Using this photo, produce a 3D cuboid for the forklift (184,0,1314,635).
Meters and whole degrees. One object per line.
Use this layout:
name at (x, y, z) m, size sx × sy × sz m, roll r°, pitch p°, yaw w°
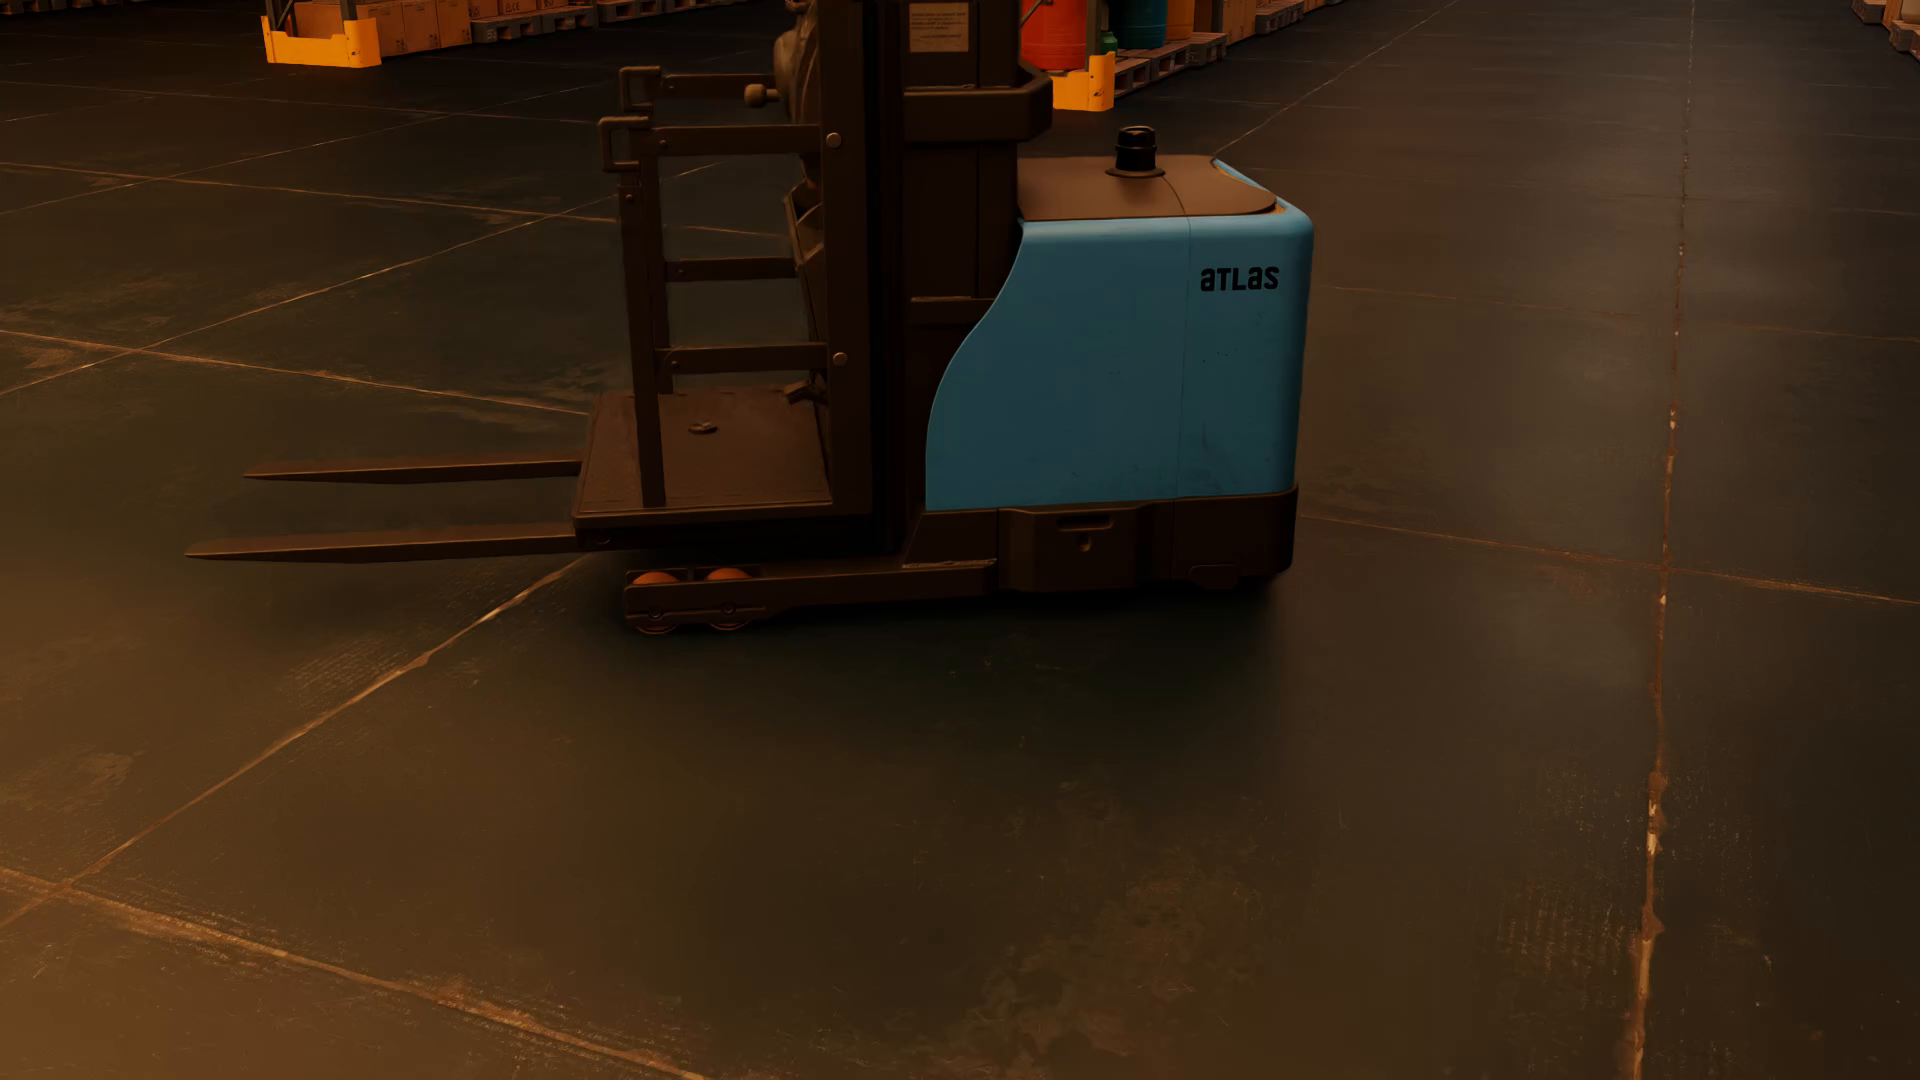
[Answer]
forklift at (-0.610, -1.314, 4.435) m, size 3.031 × 2.935 × 1.130 m, roll -3°, pitch 23°, yaw -7°
